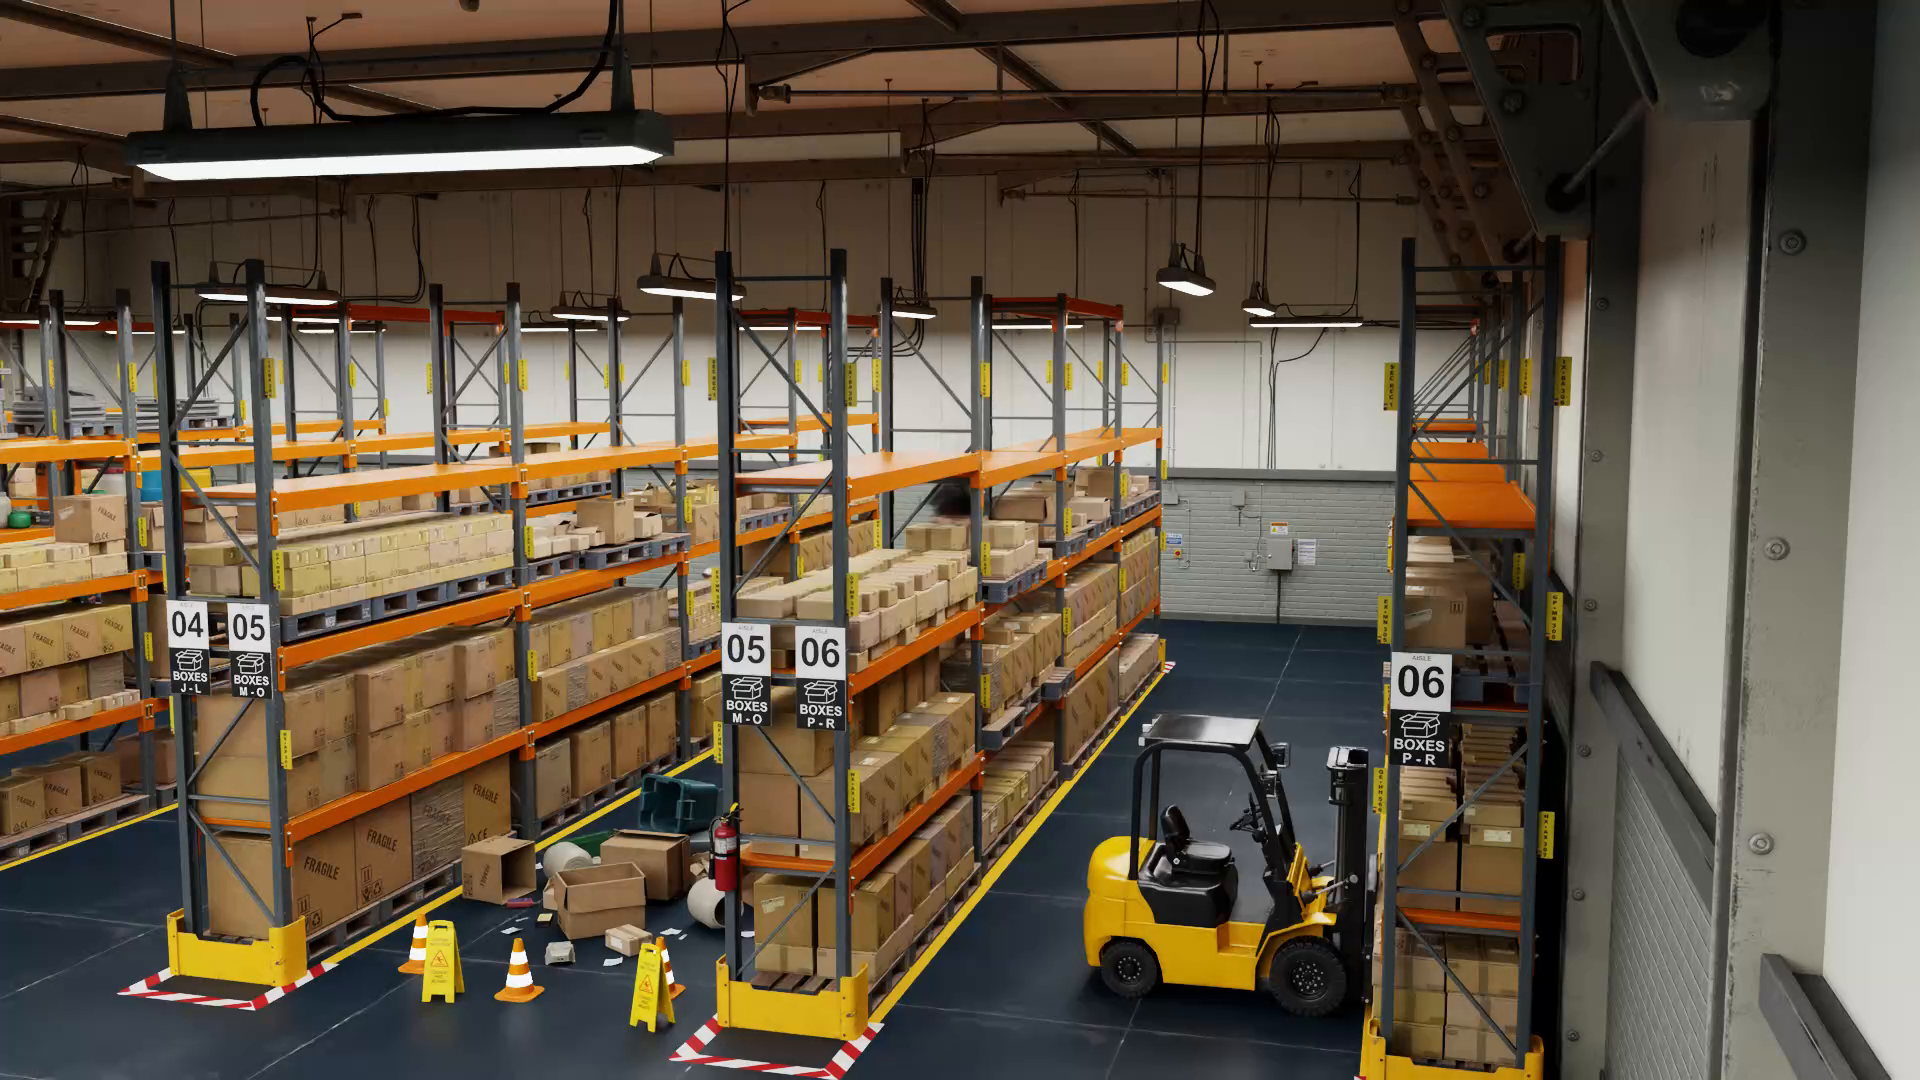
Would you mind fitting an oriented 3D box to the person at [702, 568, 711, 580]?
[{"bbox_3d":[-4.188,1.338,28.042,0.699,1.750,0.591,2,6,21],"label":"person"}]
